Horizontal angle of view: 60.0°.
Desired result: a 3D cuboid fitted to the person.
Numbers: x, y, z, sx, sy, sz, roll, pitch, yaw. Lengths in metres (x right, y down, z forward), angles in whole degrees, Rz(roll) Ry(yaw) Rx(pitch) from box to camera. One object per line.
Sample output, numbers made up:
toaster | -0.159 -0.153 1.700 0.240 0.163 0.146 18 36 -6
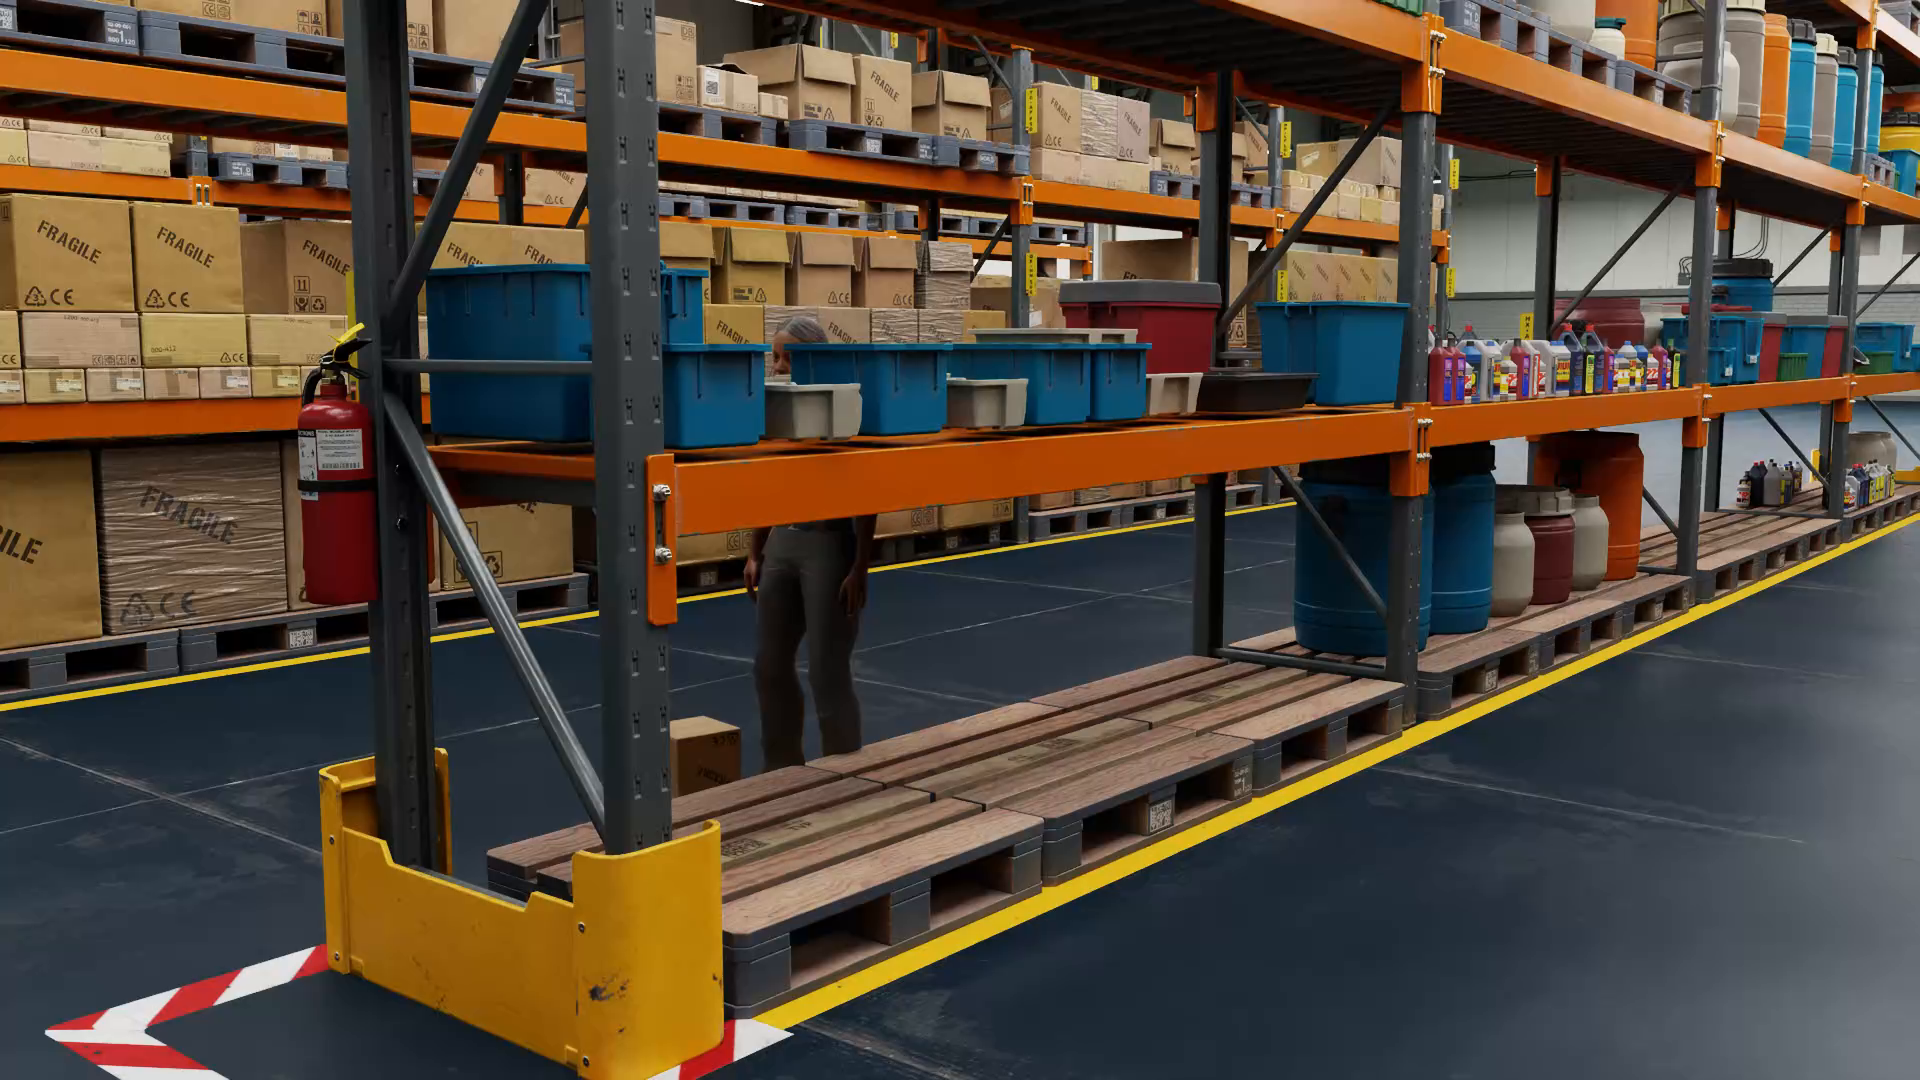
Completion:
person | -0.513 0.085 5.541 0.534 1.655 0.347 5 8 35
